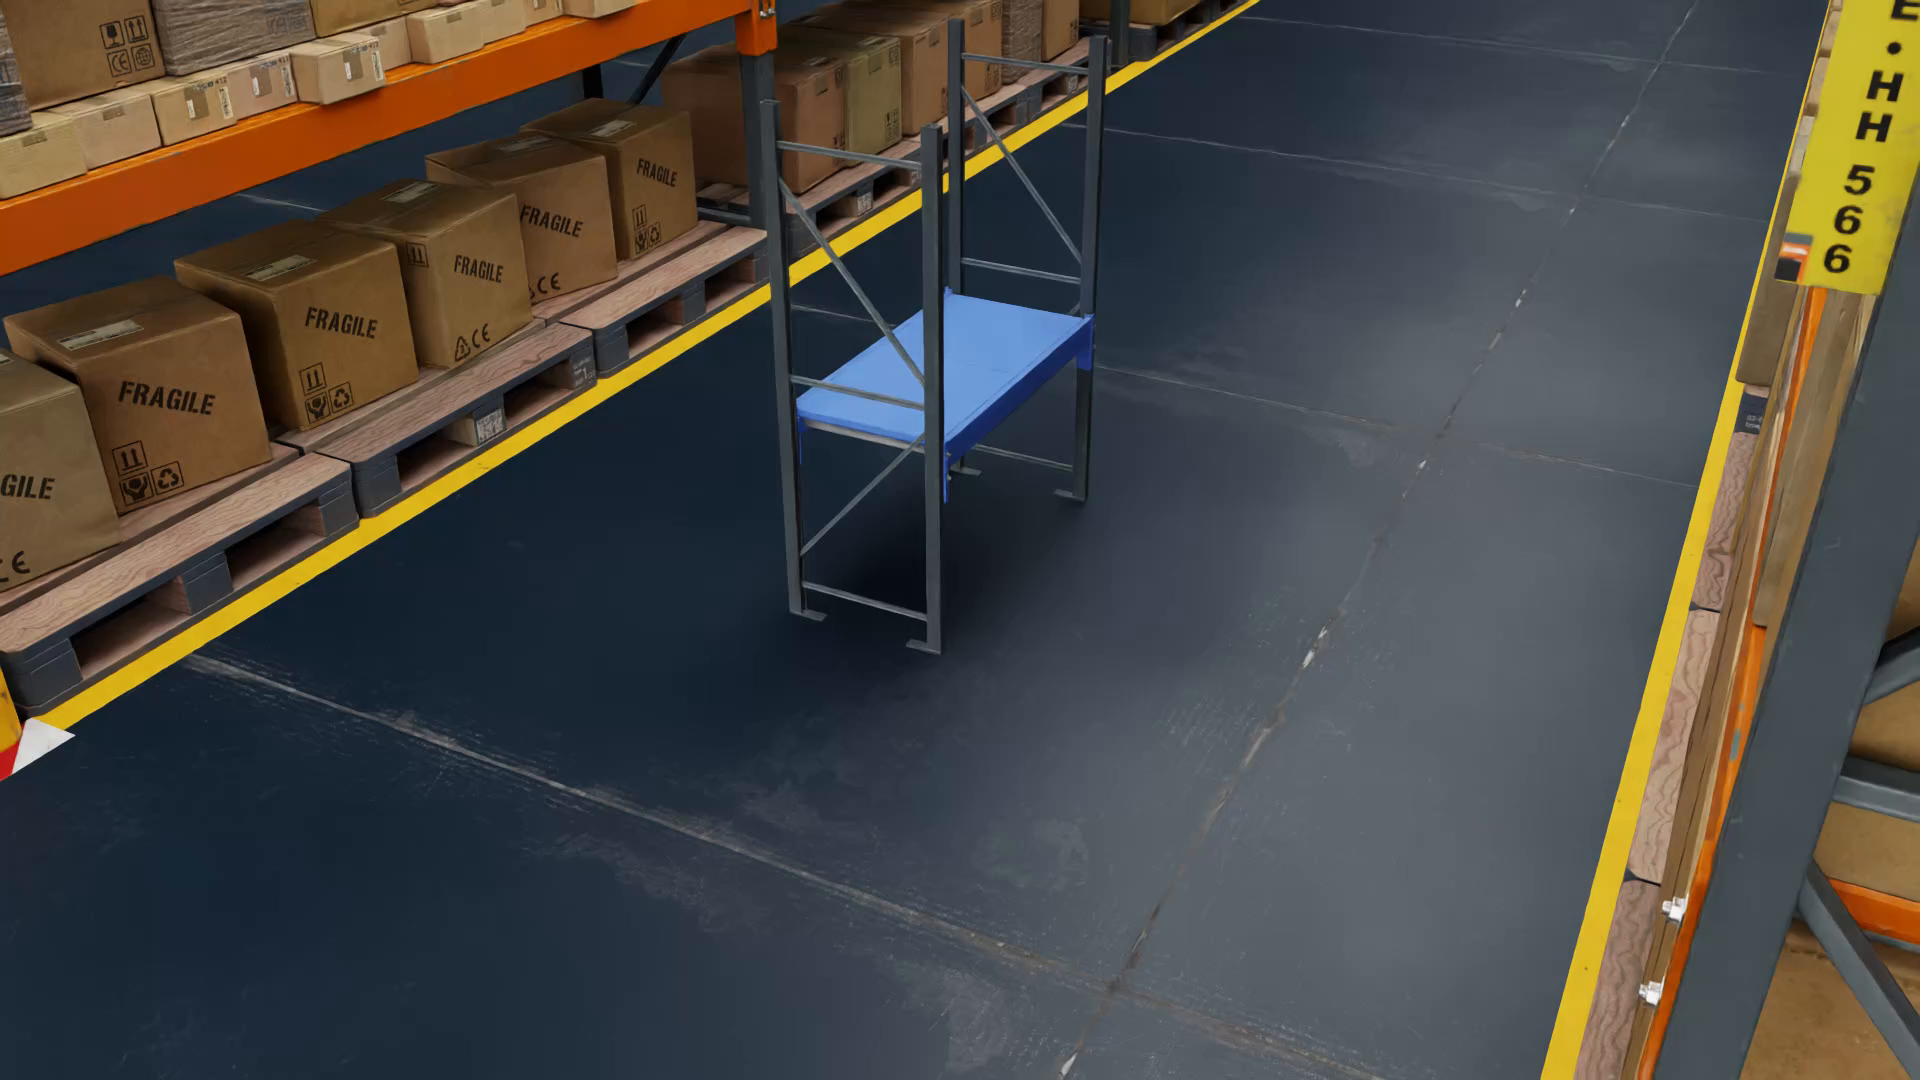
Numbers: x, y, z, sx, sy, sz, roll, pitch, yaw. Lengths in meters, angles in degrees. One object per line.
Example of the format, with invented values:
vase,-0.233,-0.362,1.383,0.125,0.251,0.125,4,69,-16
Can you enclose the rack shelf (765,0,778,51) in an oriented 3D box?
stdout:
rack shelf,-0.332,-3.165,8.471,1.077,0.370,4.000,14,33,23

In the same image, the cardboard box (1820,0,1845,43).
cardboard box,4.591,-2.150,7.820,1.050,0.750,0.750,14,33,23

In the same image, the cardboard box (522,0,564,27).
cardboard box,-1.615,-1.896,5.792,0.380,0.149,0.250,14,33,23

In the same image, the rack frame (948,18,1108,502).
rack frame,0.193,-0.838,5.203,0.500,1.500,0.032,14,33,23

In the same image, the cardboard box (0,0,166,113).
cardboard box,-2.669,-1.476,4.408,0.875,0.500,0.500,14,33,23

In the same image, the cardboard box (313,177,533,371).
cardboard box,-1.928,-0.971,6.018,0.500,0.500,0.500,11,32,19

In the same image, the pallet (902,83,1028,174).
pallet,-0.335,-2.269,8.989,1.003,0.211,1.213,14,33,23

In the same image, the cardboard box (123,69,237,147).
cardboard box,-2.249,-1.219,4.613,0.380,0.149,0.250,14,33,23

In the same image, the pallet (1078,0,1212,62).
pallet,1.005,-3.486,11.109,1.003,0.211,1.213,14,33,23

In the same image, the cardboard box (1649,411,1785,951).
cardboard box,1.953,0.386,3.277,0.875,0.875,0.875,14,33,23

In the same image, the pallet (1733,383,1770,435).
pallet,3.411,-0.570,6.031,1.003,0.211,1.213,14,33,23

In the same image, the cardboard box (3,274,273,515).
cardboard box,-2.524,-0.461,5.129,0.500,0.500,0.500,24,38,36

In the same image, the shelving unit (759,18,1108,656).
shelving unit,-0.039,-0.613,4.811,0.538,1.500,1.048,14,33,23

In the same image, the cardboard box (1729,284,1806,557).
cardboard box,2.778,-0.418,4.677,0.875,0.875,0.875,15,33,24

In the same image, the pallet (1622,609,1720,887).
pallet,2.156,0.651,3.904,1.003,0.211,1.213,14,33,23

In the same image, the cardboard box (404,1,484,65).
cardboard box,-1.776,-1.657,5.376,0.380,0.149,0.250,14,33,23

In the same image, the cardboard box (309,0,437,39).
cardboard box,-2.165,-1.906,5.159,0.875,0.500,0.500,14,33,23

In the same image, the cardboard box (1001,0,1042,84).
cardboard box,0.050,-2.920,9.391,0.700,0.500,0.500,12,32,19

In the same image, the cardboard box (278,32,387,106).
cardboard box,-1.953,-1.423,4.968,0.380,0.149,0.250,14,33,23

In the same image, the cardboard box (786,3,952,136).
cardboard box,-0.456,-2.419,8.519,0.700,0.500,0.500,11,32,19

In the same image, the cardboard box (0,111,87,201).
cardboard box,-2.465,-0.994,4.221,0.380,0.149,0.250,14,33,23

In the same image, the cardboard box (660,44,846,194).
cardboard box,-0.944,-1.964,7.727,0.700,0.500,0.500,12,32,20

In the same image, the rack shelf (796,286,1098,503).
rack shelf,-0.039,-0.457,4.900,0.538,0.185,1.000,14,33,23

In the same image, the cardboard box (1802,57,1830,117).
cardboard box,3.772,-1.349,6.424,1.050,0.750,0.750,14,33,23

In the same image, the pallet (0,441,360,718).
pallet,-2.629,0.007,5.027,1.003,0.211,1.213,14,33,23

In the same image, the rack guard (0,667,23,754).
rack guard,-3.031,0.233,4.341,1.175,0.500,0.348,14,33,23

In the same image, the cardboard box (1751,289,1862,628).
cardboard box,1.664,-0.135,2.323,0.875,0.550,0.550,14,33,23

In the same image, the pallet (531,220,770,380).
pallet,-1.518,-1.075,6.910,1.003,0.211,1.213,14,33,23

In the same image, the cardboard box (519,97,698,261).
cardboard box,-1.461,-1.520,6.973,0.500,0.500,0.500,13,32,22

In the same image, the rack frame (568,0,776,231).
rack frame,-1.243,-2.590,6.748,1.000,3.000,0.127,14,33,23

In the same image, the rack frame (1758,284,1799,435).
rack frame,3.126,-1.420,4.711,1.000,3.000,0.127,14,33,23

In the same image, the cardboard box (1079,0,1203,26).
cardboard box,0.912,-3.925,10.785,1.225,0.875,0.875,13,32,21
